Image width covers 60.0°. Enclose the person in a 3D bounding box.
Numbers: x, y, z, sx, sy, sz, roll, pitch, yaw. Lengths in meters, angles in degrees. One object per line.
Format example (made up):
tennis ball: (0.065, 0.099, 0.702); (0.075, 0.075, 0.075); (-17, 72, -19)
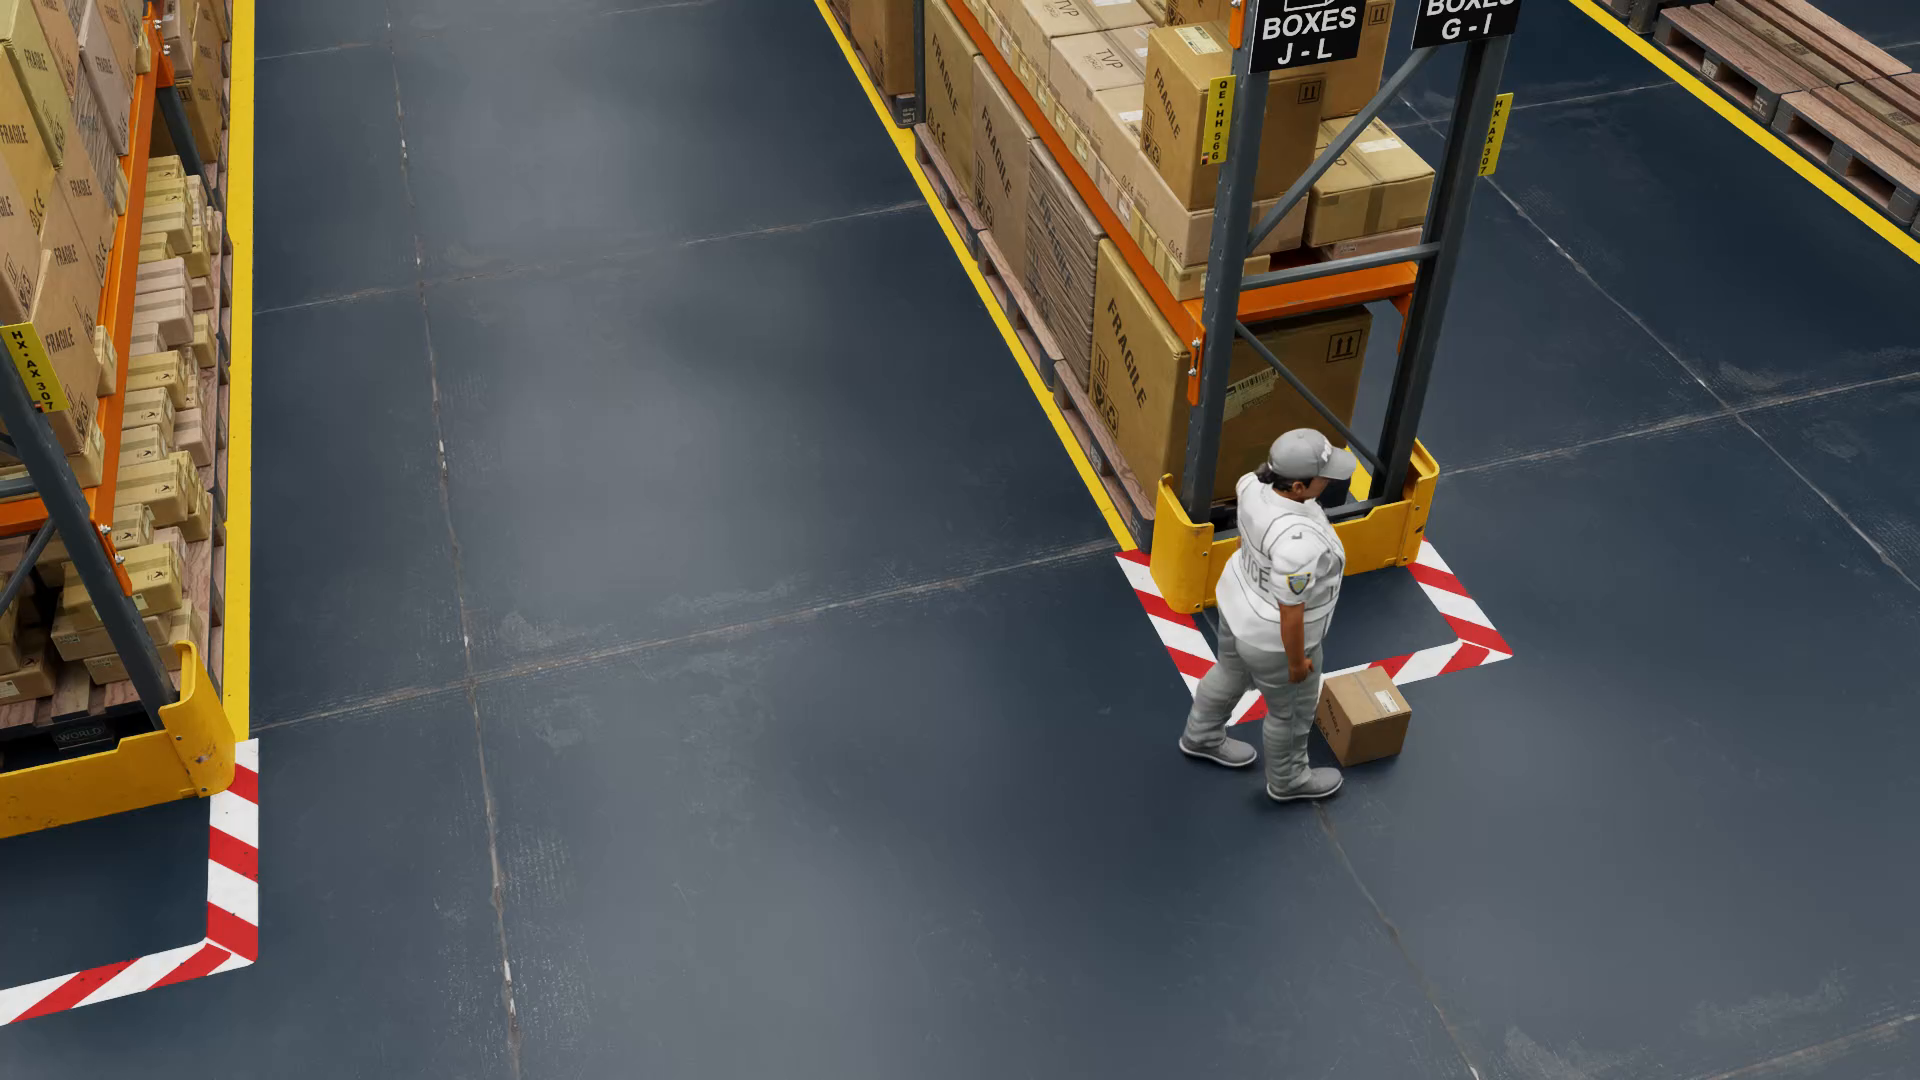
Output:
person: (1.157, 0.270, 5.859); (0.567, 1.665, 0.483); (-8, 43, -8)
